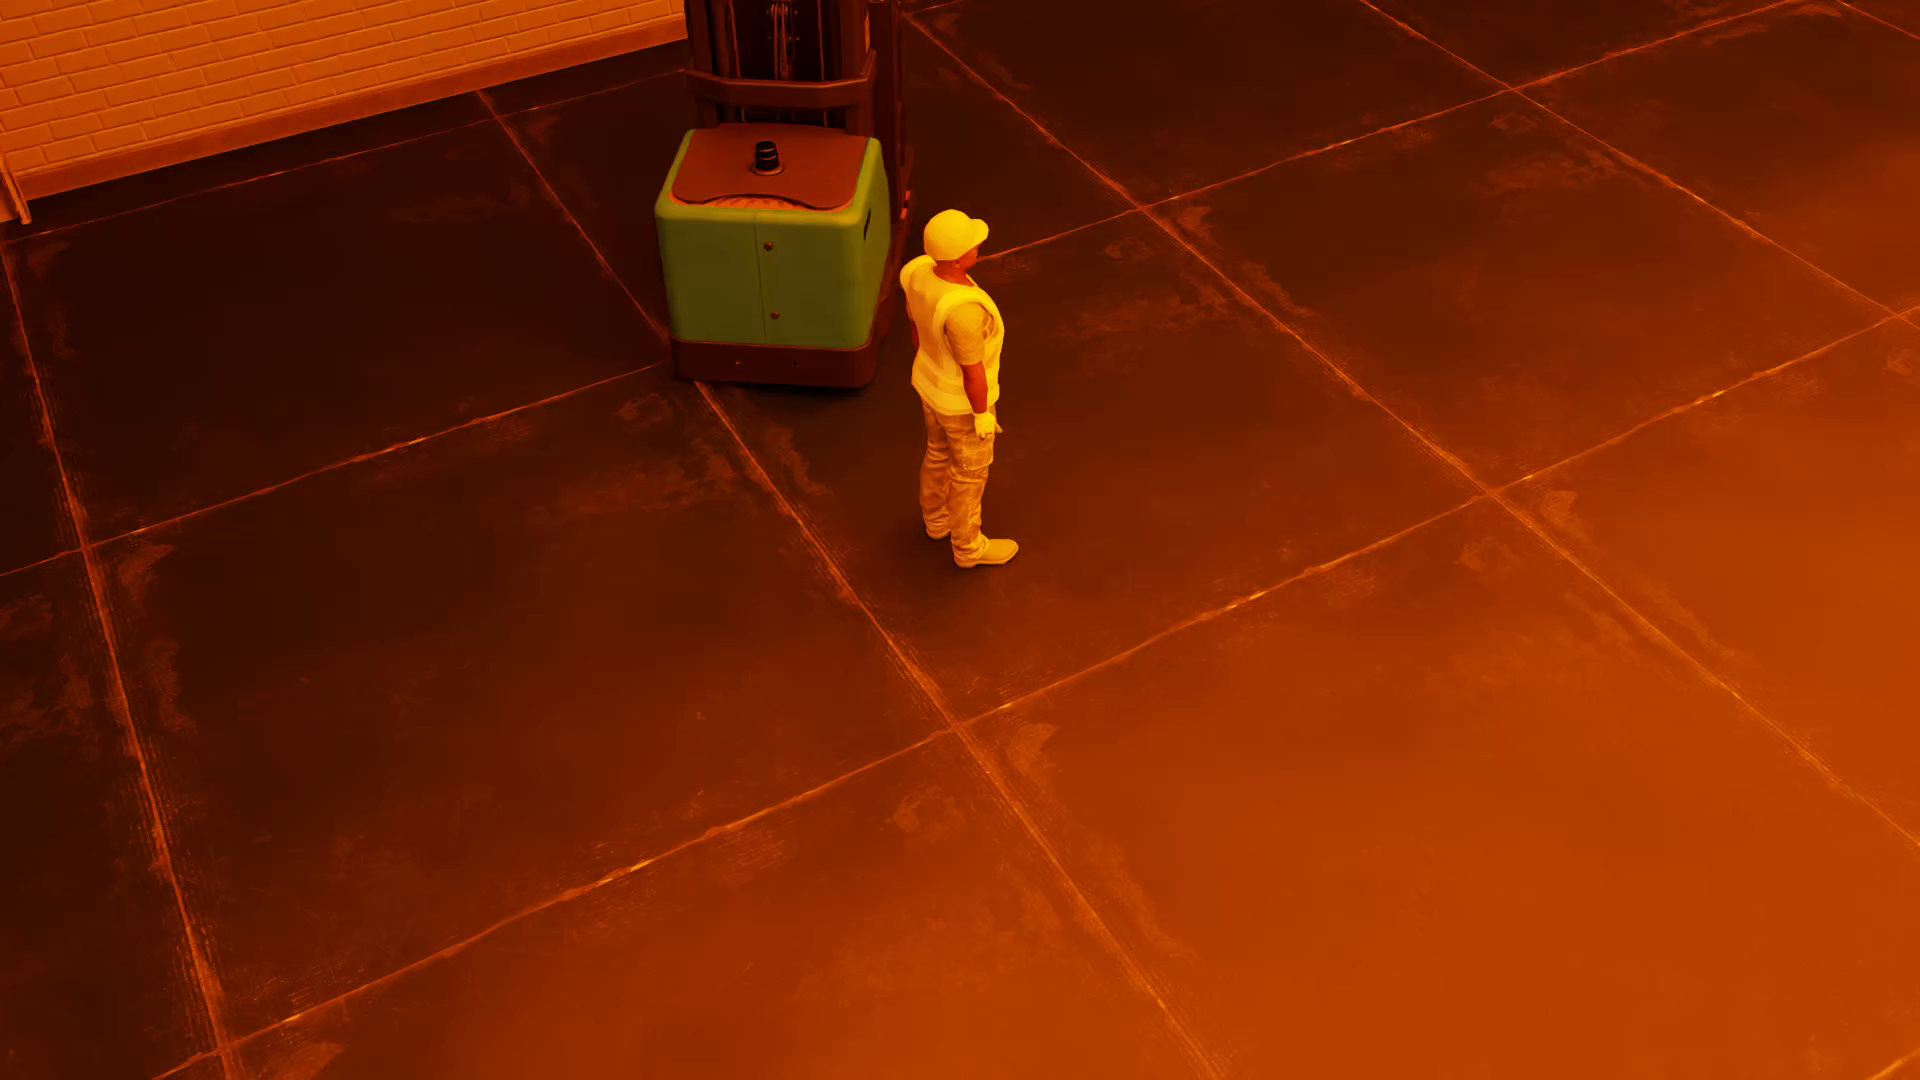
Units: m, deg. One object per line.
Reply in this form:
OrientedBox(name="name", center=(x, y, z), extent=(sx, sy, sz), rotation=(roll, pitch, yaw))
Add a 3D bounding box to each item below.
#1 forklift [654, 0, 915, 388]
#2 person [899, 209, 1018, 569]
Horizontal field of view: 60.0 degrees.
OrientedBox(name="forklift", center=(-0.852, -2.858, 8.779), extent=(1.130, 2.935, 3.031), rotation=(3, 43, 4))
OrientedBox(name="person", center=(-0.001, -0.662, 7.255), extent=(0.382, 1.789, 0.542), rotation=(-21, 47, -21))
